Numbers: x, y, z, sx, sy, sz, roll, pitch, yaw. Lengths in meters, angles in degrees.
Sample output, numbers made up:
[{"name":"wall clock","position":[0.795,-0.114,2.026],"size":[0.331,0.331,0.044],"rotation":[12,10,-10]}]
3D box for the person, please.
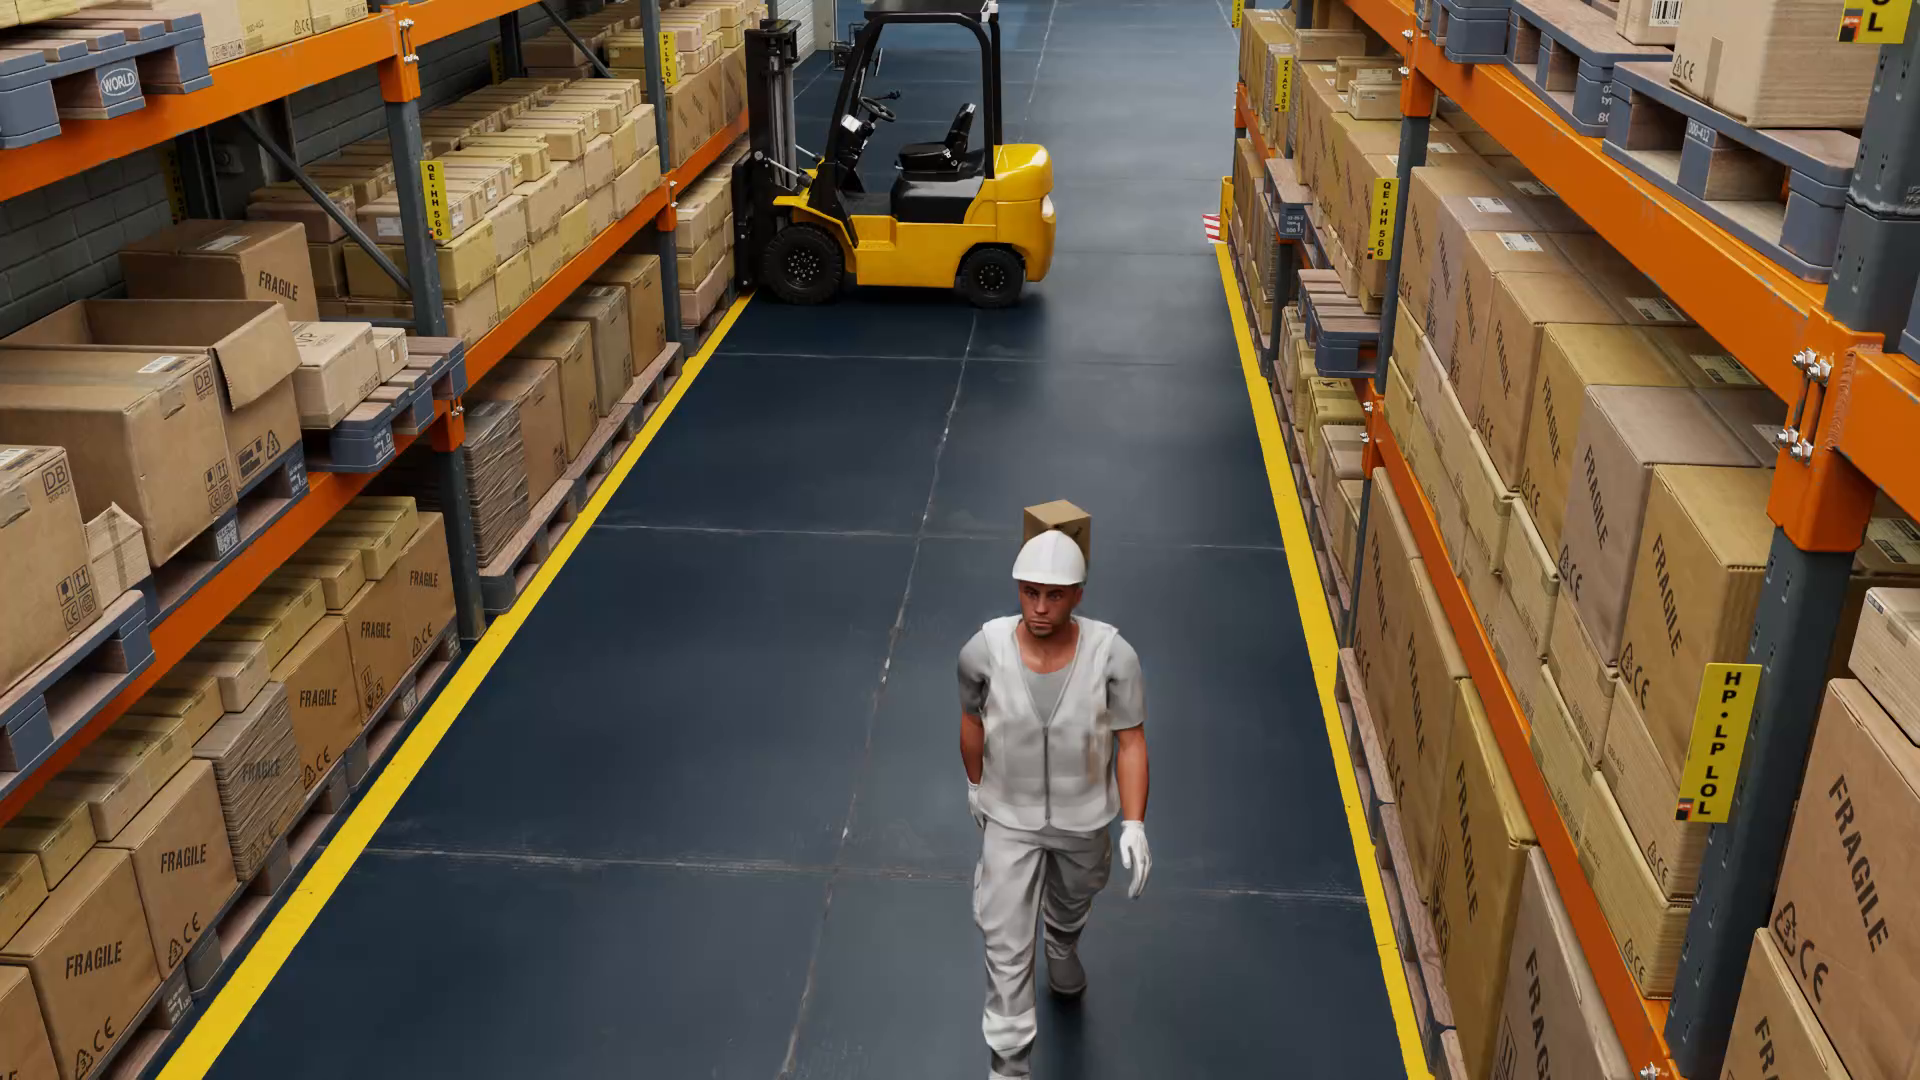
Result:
[{"name":"person","position":[0.262,0.808,4.773],"size":[0.546,1.737,1.039],"rotation":[0,24,1]}]
